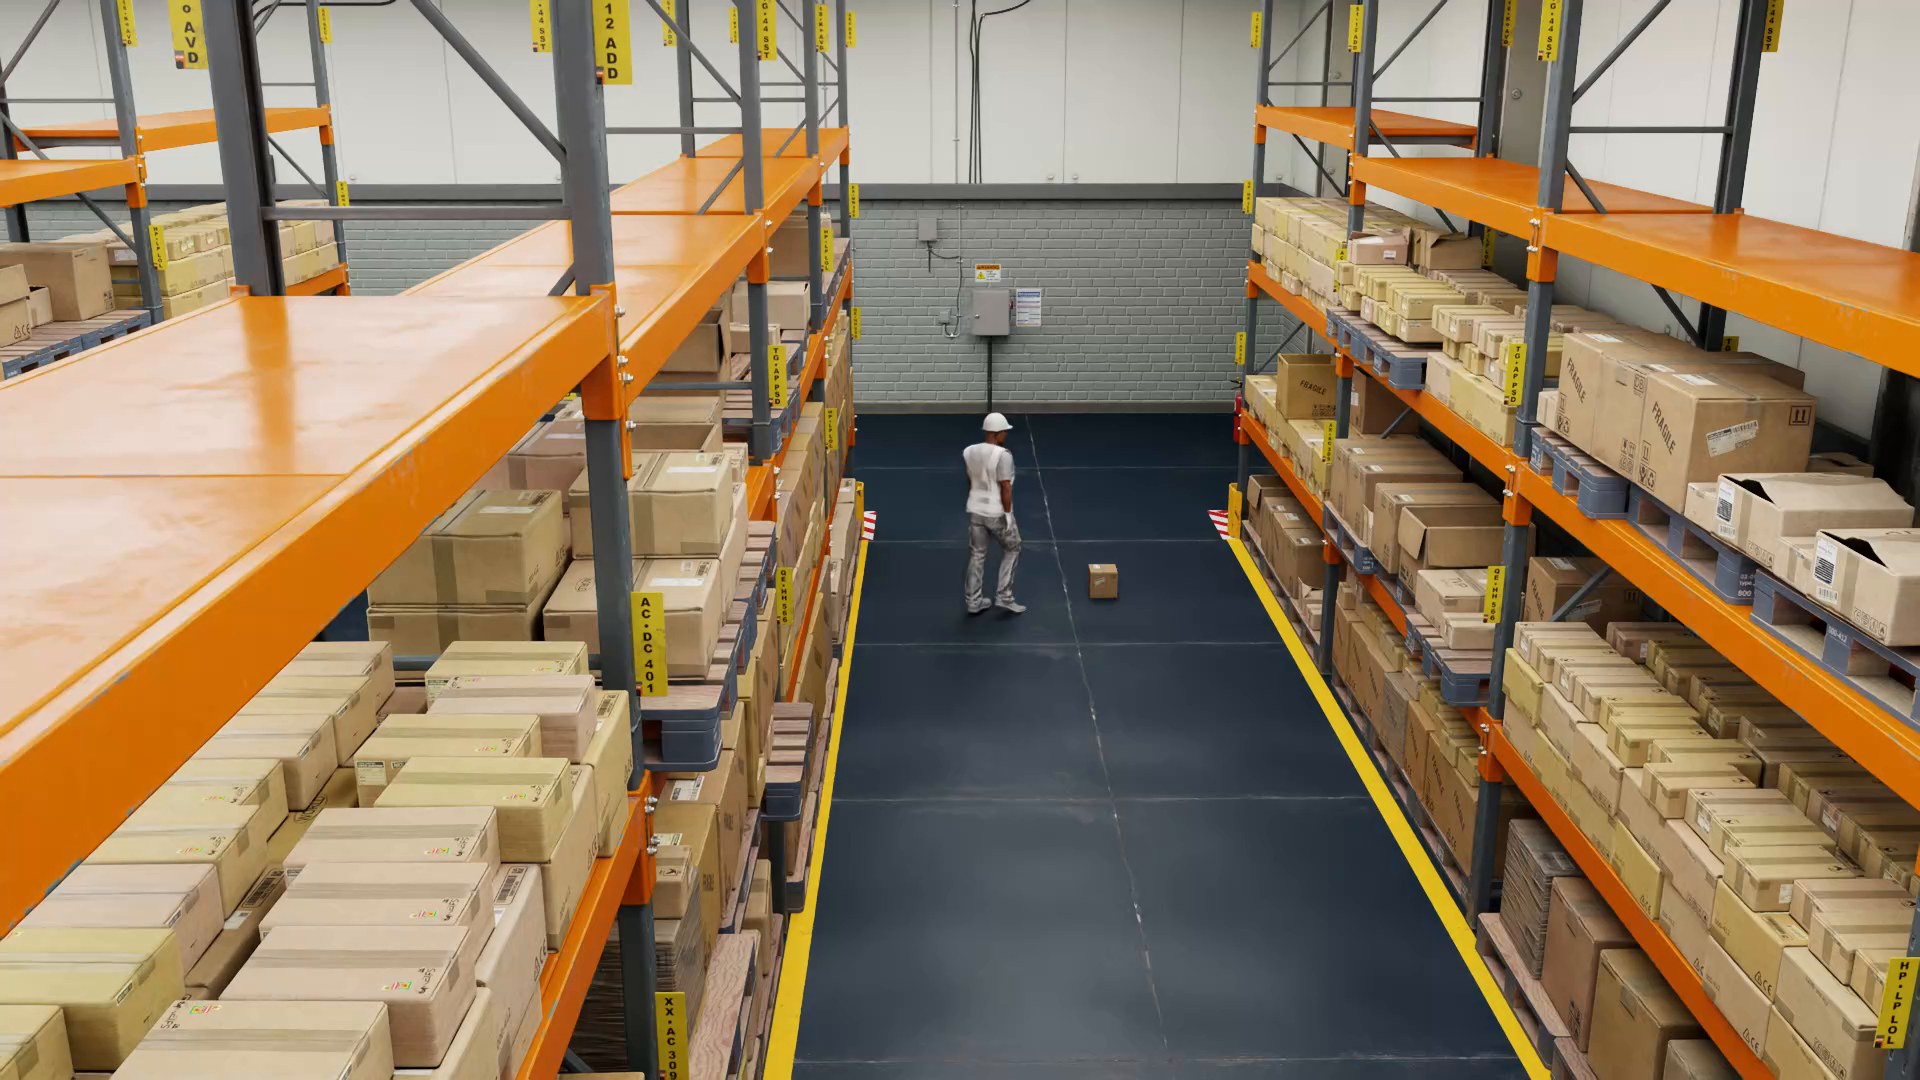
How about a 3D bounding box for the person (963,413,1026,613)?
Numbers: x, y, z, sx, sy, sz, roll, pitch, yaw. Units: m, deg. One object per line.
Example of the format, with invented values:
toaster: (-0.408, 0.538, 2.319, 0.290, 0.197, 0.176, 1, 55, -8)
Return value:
person: (0.265, -0.222, 14.724, 0.582, 1.803, 0.496, 13, 21, 37)
